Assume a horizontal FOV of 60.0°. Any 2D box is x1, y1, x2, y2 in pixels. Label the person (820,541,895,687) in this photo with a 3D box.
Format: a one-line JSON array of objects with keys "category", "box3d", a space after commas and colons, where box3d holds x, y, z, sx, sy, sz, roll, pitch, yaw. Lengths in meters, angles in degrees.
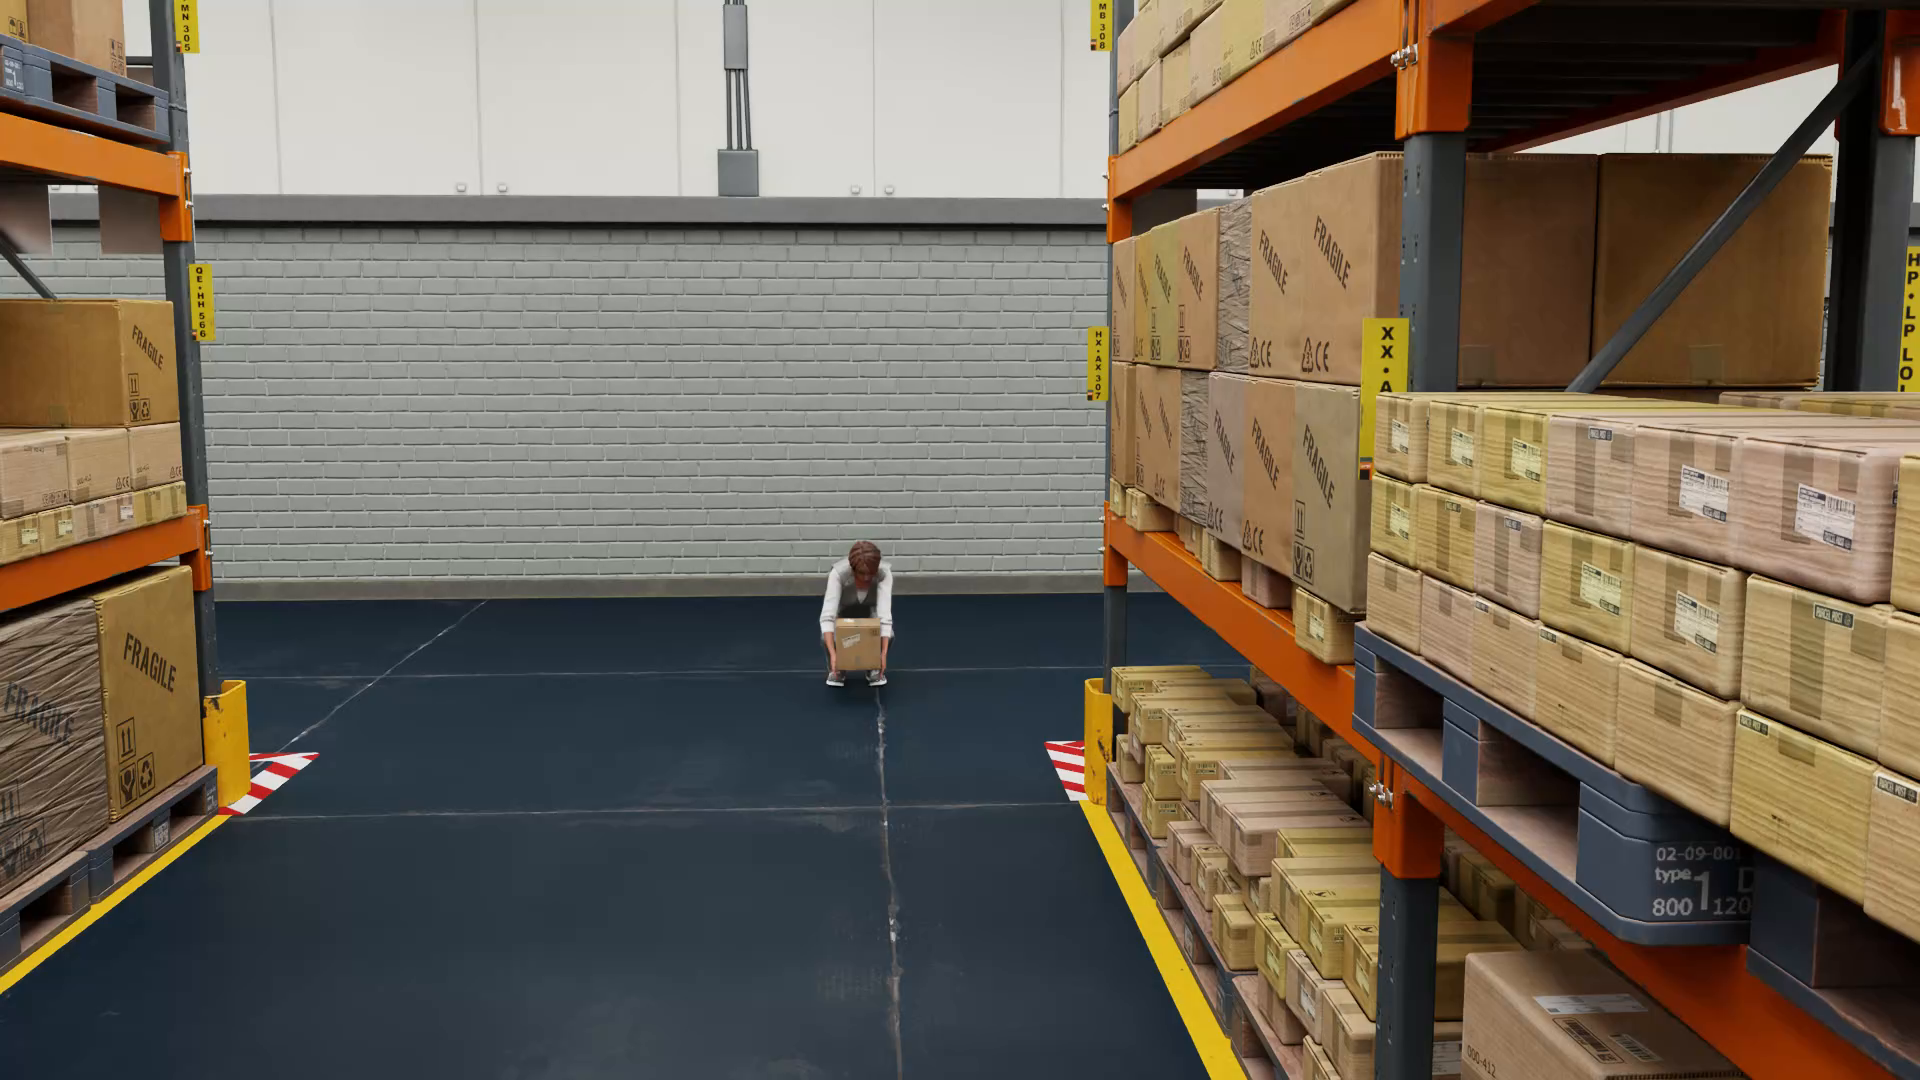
[{"category": "person", "box3d": [-0.601, 0.436, 9.711, 0.433, 0.887, 0.816, -1, 7, -4]}]
